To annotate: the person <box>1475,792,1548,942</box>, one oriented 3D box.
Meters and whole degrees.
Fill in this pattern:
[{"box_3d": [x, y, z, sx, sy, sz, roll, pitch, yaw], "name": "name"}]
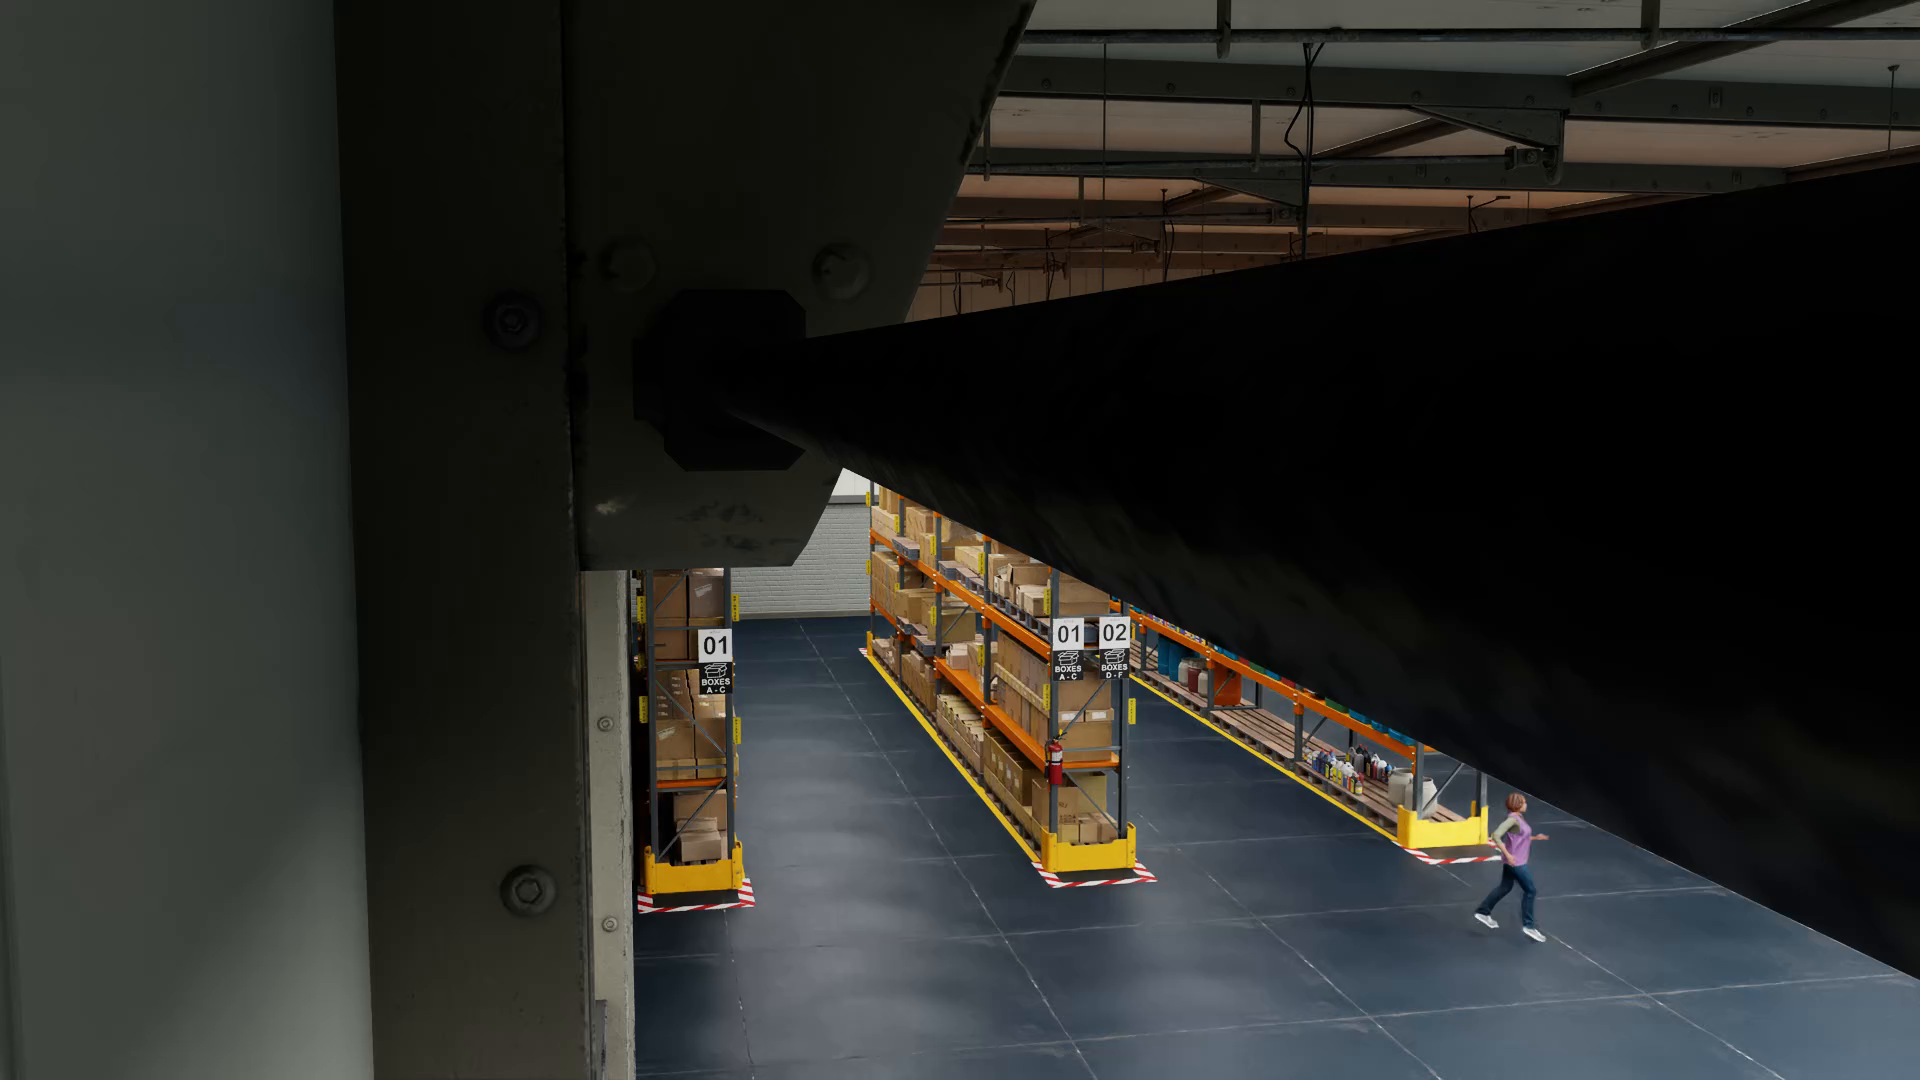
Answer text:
[{"box_3d": [6.123, 3.600, 18.435, 0.759, 1.632, 0.516, 2, 6, 17], "name": "person"}]
